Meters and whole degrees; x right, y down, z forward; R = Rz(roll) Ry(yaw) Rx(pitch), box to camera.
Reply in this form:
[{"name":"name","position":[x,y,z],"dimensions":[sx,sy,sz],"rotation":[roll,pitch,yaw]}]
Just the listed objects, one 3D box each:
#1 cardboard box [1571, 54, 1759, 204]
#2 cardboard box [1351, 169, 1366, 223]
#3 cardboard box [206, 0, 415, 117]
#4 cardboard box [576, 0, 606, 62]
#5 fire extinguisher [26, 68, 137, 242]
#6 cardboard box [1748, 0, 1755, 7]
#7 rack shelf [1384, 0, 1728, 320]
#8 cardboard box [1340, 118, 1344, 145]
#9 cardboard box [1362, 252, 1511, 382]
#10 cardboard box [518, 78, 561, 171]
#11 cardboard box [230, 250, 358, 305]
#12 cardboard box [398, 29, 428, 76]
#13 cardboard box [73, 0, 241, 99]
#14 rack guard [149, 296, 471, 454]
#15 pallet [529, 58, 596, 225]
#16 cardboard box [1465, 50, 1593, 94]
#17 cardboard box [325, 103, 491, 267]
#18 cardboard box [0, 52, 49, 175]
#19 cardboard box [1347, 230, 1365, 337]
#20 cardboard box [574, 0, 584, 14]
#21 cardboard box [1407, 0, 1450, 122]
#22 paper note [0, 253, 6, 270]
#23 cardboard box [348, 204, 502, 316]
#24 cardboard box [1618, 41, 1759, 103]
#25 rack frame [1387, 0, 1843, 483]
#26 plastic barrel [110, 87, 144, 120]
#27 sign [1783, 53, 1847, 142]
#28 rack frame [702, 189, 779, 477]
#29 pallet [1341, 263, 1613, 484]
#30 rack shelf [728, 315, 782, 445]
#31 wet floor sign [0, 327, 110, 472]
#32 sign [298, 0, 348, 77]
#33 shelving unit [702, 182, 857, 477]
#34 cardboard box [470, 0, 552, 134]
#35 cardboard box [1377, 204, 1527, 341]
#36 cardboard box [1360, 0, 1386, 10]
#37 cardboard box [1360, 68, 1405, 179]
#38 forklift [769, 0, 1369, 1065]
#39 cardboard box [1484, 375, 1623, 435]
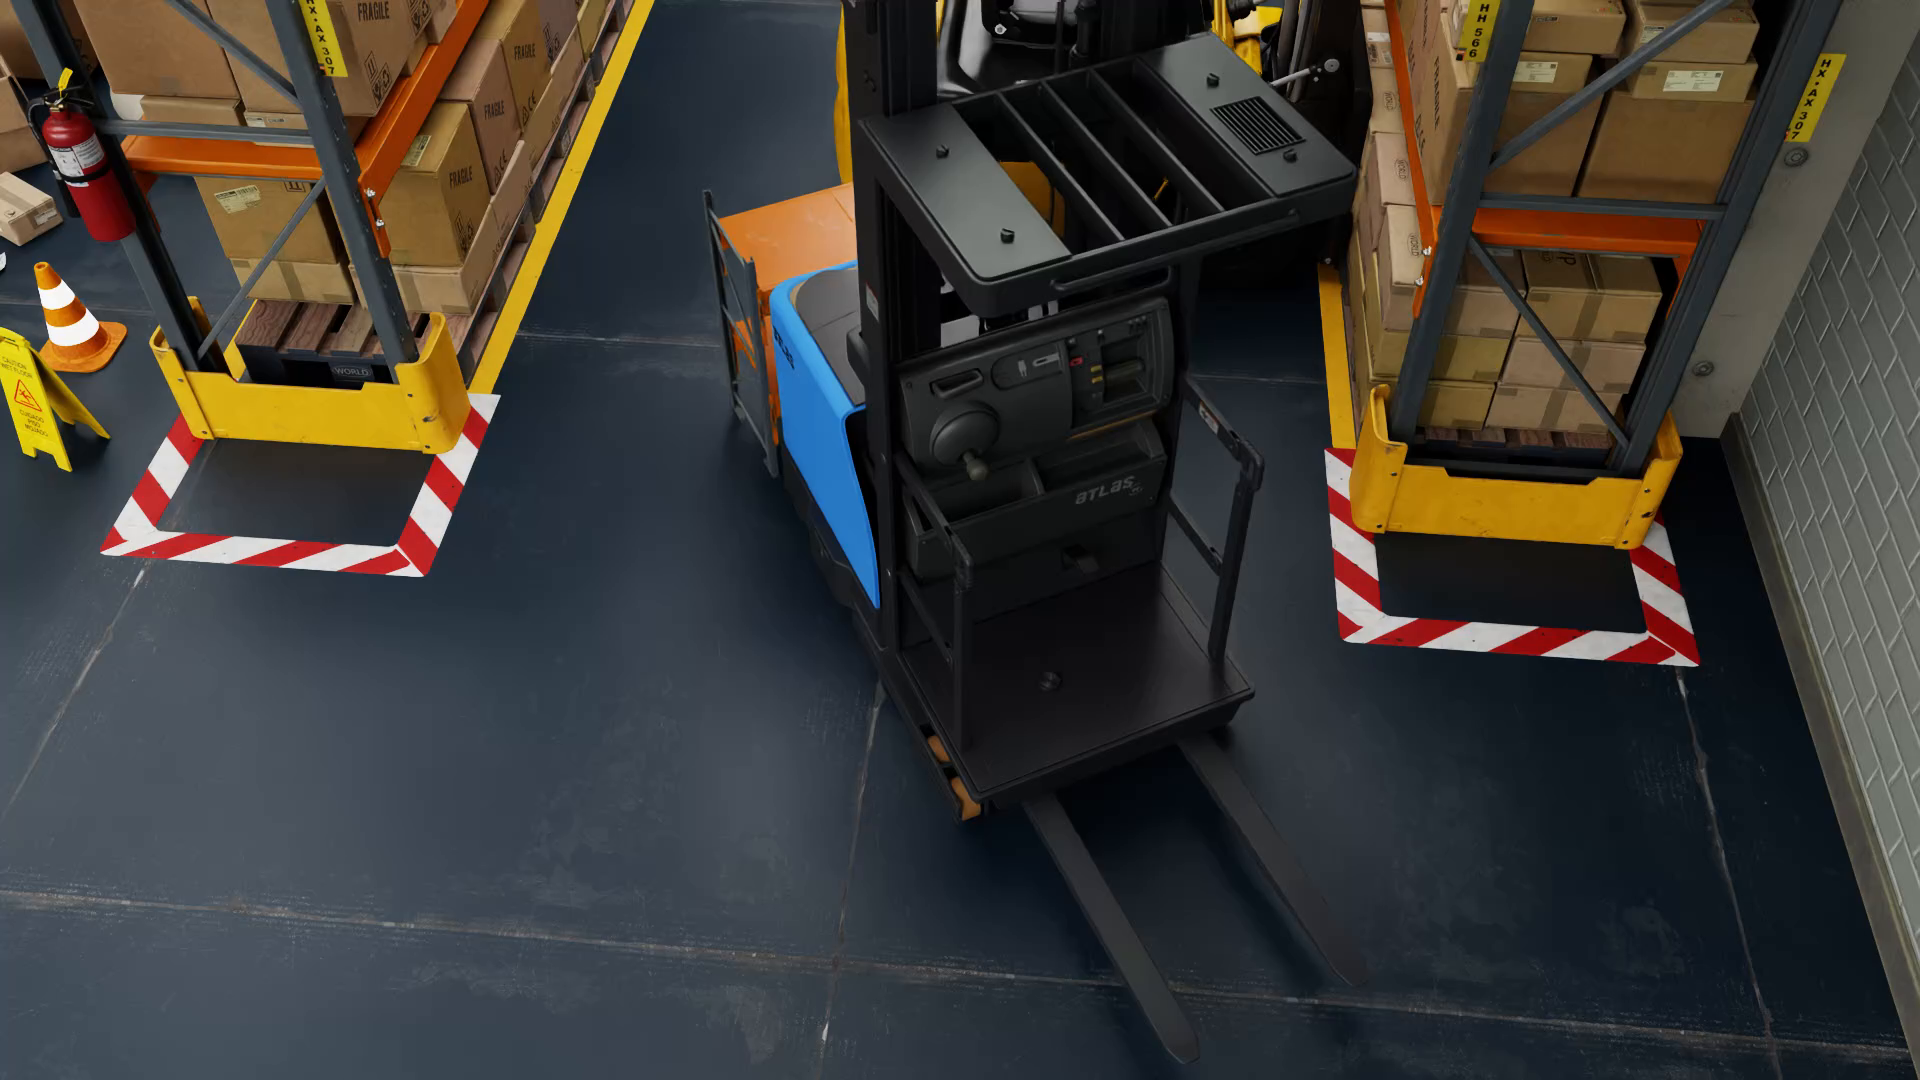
[{"name":"cardboard box","position":[2.527,-1.533,6.051],"dimensions":[0.500,0.500,0.500],"rotation":[5,48,5]},{"name":"cardboard box","position":[2.021,-1.663,7.479],"dimensions":[0.500,0.250,0.500],"rotation":[3,48,3]},{"name":"cardboard box","position":[-2.419,-1.948,6.230],"dimensions":[0.500,0.500,0.500],"rotation":[3,48,3]},{"name":"cardboard box","position":[-2.198,-2.793,8.851],"dimensions":[0.500,0.250,0.500],"rotation":[3,48,2]},{"name":"fire extinguisher","position":[-3.207,-1.406,6.055],"dimensions":[0.296,0.674,0.183],"rotation":[4,48,4]},{"name":"cardboard box","position":[2.535,-1.930,5.774],"dimensions":[0.380,0.149,0.250],"rotation":[5,48,5]},{"name":"rack shelf","position":[2.388,-2.381,7.382],"dimensions":[1.077,0.370,4.000],"rotation":[4,48,4]},{"name":"cardboard box","position":[2.068,-1.849,7.987],"dimensions":[0.500,0.250,0.500],"rotation":[5,48,5]},{"name":"cardboard box","position":[1.938,-0.915,6.794],"dimensions":[0.500,0.250,0.500],"rotation":[3,48,3]},{"name":"cardboard box","position":[-2.298,-2.049,8.170],"dimensions":[0.500,0.250,0.500],"rotation":[7,48,6]},{"name":"cardboard box","position":[-2.930,-1.328,7.511],"dimensions":[0.500,0.250,0.500],"rotation":[4,48,3]},{"name":"cardboard box","position":[-2.387,-2.012,6.727],"dimensions":[0.380,0.149,0.250],"rotation":[2,48,2]},{"name":"cardboard box","position":[-2.963,-2.036,6.310],"dimensions":[0.500,0.500,0.500],"rotation":[3,48,3]},{"name":"rack guard","position":[-2.731,-0.697,7.049],"dimensions":[1.175,0.500,0.348],"rotation":[4,48,4]},{"name":"pallet","position":[-2.508,-2.088,8.517],"dimensions":[1.003,0.211,1.213],"rotation":[4,48,4]},{"name":"cardboard box","position":[1.958,-1.680,5.746],"dimensions":[0.380,0.149,0.250],"rotation":[5,48,4]},{"name":"cardboard box","position":[-2.388,-1.543,7.199],"dimensions":[0.500,0.500,0.500],"rotation":[2,48,2]},{"name":"cardboard box","position":[-5.099,-2.103,8.333],"dimensions":[0.797,0.503,0.637],"rotation":[-27,53,-23]},{"name":"cardboard box","position":[1.988,-1.099,7.301],"dimensions":[0.500,0.250,0.500],"rotation":[4,48,4]},{"name":"cardboard box","position":[-2.205,-3.064,8.590],"dimensions":[0.500,0.500,0.500],"rotation":[5,48,4]},{"name":"cardboard box","position":[2.045,-1.947,6.431],"dimensions":[0.500,0.500,0.500],"rotation":[5,48,5]},{"name":"paper note","position":[-4.634,-1.311,7.929],"dimensions":[0.148,0.019,0.142],"rotation":[-11,49,-10]},{"name":"cardboard box","position":[-2.389,-1.273,7.460],"dimensions":[0.500,0.250,0.500],"rotation":[4,48,3]},{"name":"cardboard box","position":[2.494,-1.638,5.708],"dimensions":[0.380,0.149,0.250],"rotation":[3,48,3]},{"name":"rack frame","position":[2.205,-1.154,5.772],"dimensions":[1.000,3.000,0.127],"rotation":[4,48,4]},{"name":"plastic barrel","position":[-4.058,-2.235,8.507],"dimensions":[0.421,0.421,0.512],"rotation":[-36,57,-28]},{"name":"sign","position":[2.757,-1.431,5.386],"dimensions":[0.100,0.325,0.005],"rotation":[4,48,4]},{"name":"rack frame","position":[-0.883,-0.816,6.734],"dimensions":[0.032,1.125,0.500],"rotation":[-20,50,-17]},{"name":"pallet","position":[2.233,-0.777,7.318],"dimensions":[1.003,0.211,1.213],"rotation":[4,48,4]},{"name":"rack shelf","position":[-0.424,-0.814,7.063],"dimensions":[1.000,0.278,0.538],"rotation":[-20,50,-17]},{"name":"wet floor sign","position":[-3.821,-0.623,6.882],"dimensions":[0.267,0.644,0.232],"rotation":[19,50,17]},{"name":"sign","position":[-2.198,-1.741,5.723],"dimensions":[0.100,0.325,0.005],"rotation":[4,48,4]},{"name":"shelving unit","position":[-0.425,-0.979,6.883],"dimensions":[1.048,1.125,0.538],"rotation":[-20,50,-17]},{"name":"cardboard box","position":[-2.291,-2.296,7.888],"dimensions":[0.500,0.500,0.500],"rotation":[5,48,4]},{"name":"cardboard box","position":[1.937,-1.064,6.592],"dimensions":[0.500,0.250,0.500],"rotation":[5,48,5]},{"name":"cardboard box","position":[2.123,-2.568,7.968],"dimensions":[0.500,0.250,0.500],"rotation":[5,48,5]},{"name":"cardboard box","position":[2.013,-1.811,7.275],"dimensions":[0.500,0.250,0.500],"rotation":[4,48,4]},{"name":"forklift","position":[0.346,-0.377,5.108],"dimensions":[1.130,2.935,3.031],"rotation":[-19,50,-16]},{"name":"cardboard box","position":[2.445,-0.715,6.950],"dimensions":[0.500,0.250,0.500],"rotation":[4,48,4]}]
